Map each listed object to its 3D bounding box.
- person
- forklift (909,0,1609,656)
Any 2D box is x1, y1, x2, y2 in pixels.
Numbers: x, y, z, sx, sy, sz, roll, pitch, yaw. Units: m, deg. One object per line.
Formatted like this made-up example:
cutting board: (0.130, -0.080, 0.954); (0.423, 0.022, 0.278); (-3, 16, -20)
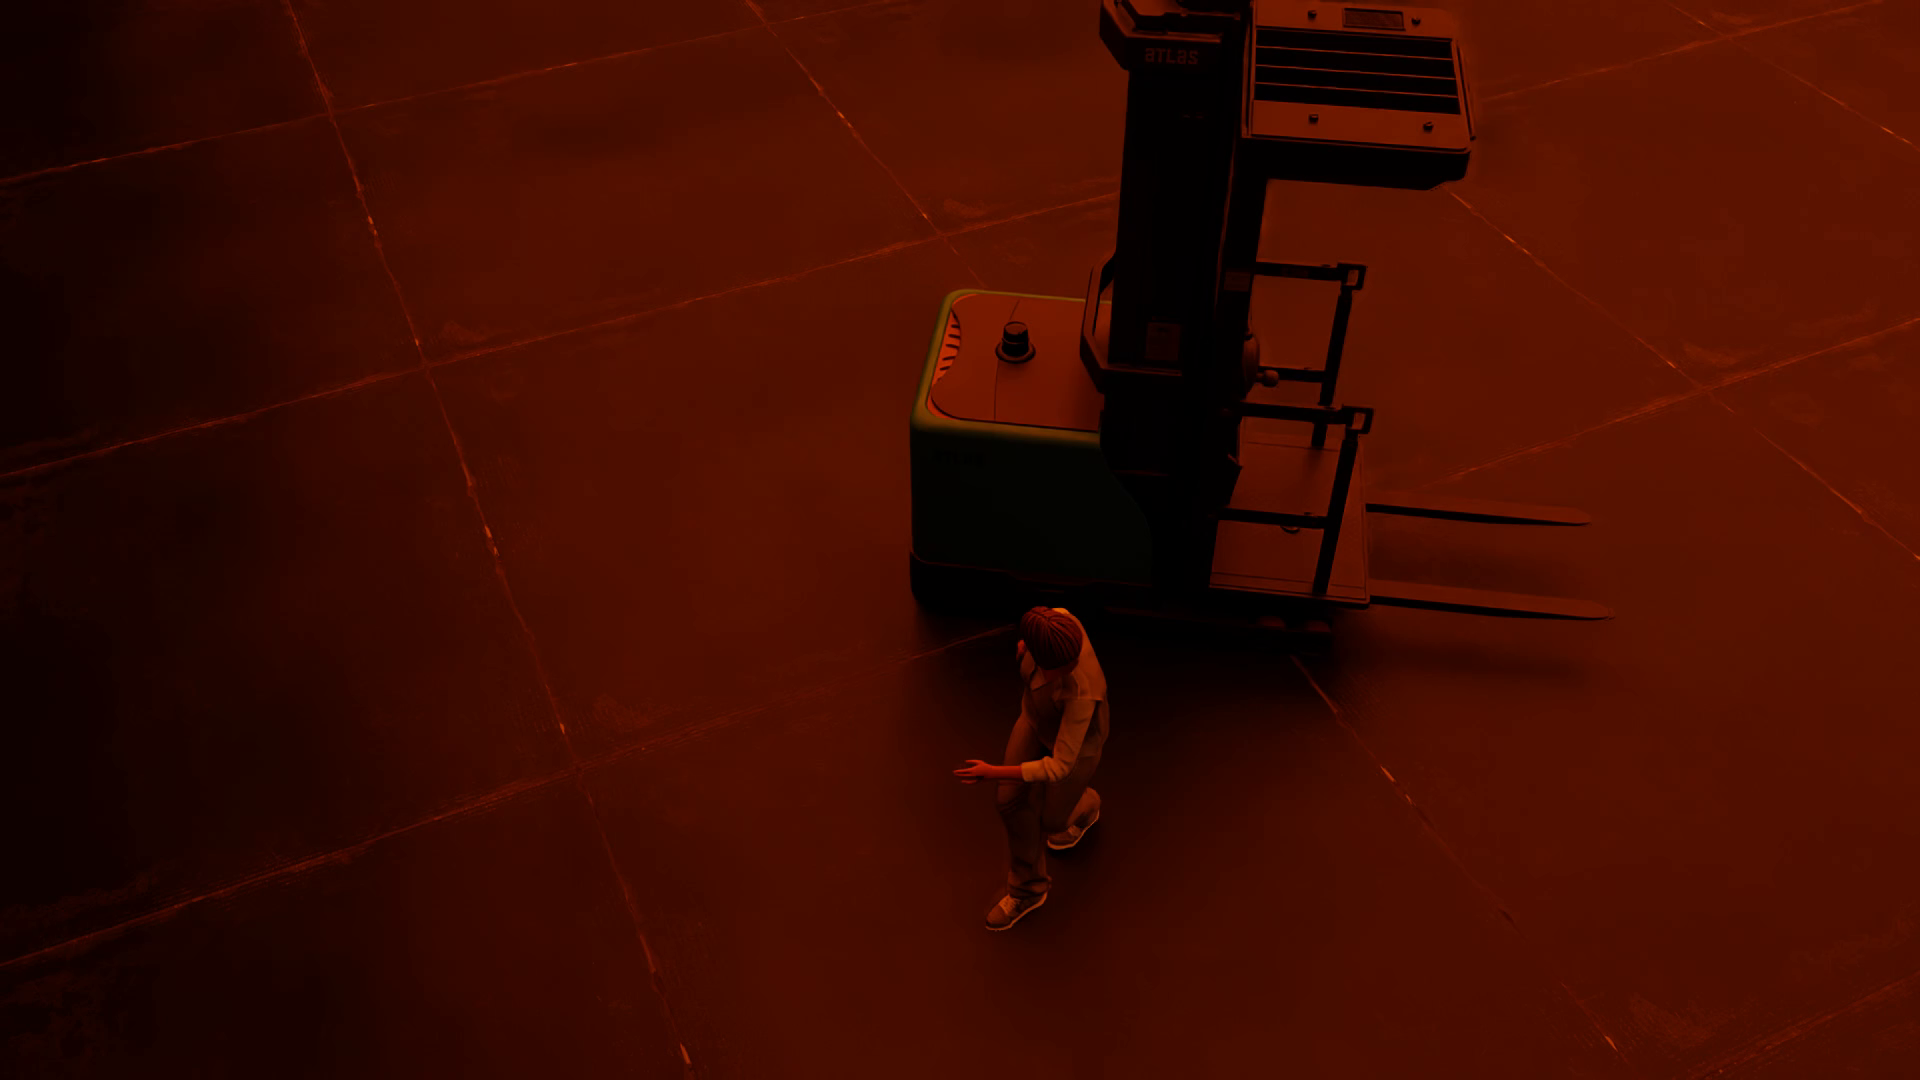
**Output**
person: (0.236, 0.709, 6.014); (0.744, 1.466, 0.656); (-28, 50, -27)
forklift: (1.339, -0.953, 6.701); (3.031, 2.935, 1.130); (6, 43, 6)
